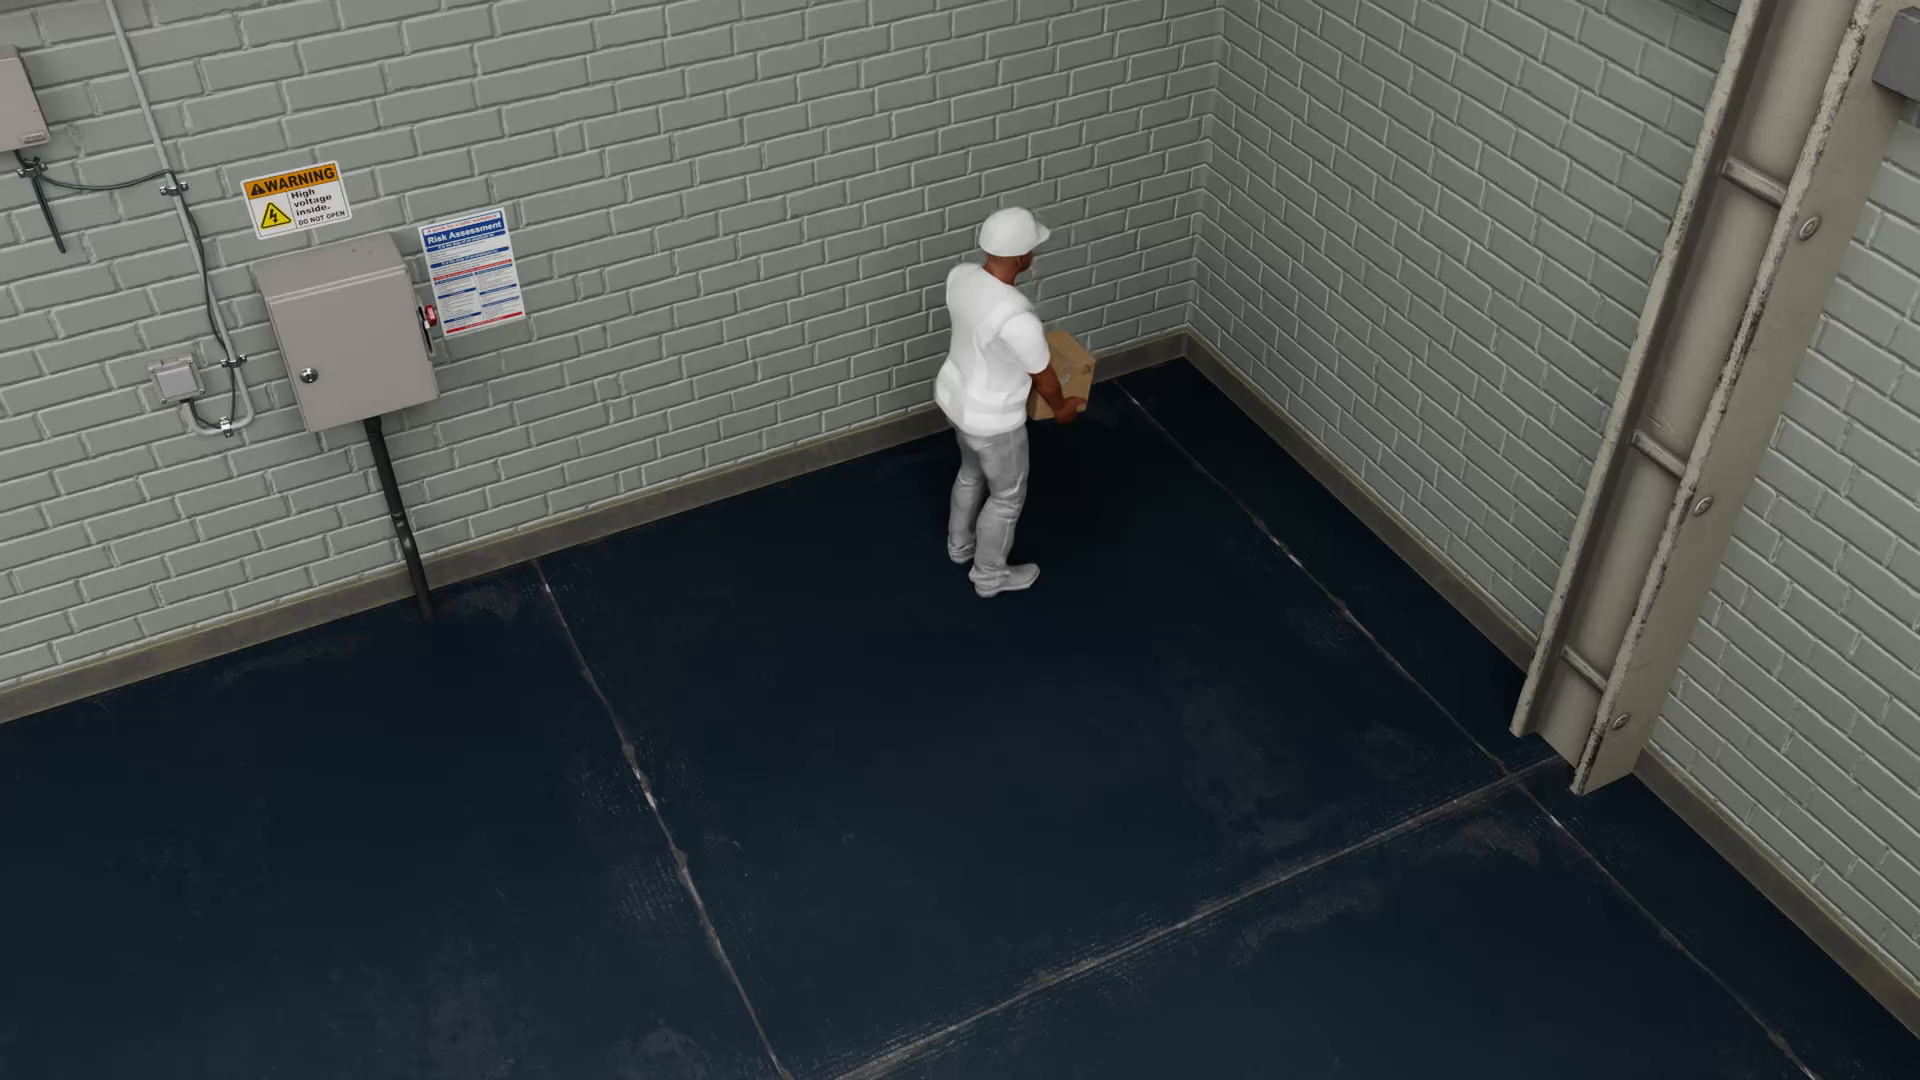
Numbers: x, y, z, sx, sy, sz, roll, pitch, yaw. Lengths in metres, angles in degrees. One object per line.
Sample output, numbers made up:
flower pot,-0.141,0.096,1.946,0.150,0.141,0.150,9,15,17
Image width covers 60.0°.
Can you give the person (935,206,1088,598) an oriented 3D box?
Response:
person,0.199,-0.578,6.813,0.587,1.752,0.503,-20,45,-21
